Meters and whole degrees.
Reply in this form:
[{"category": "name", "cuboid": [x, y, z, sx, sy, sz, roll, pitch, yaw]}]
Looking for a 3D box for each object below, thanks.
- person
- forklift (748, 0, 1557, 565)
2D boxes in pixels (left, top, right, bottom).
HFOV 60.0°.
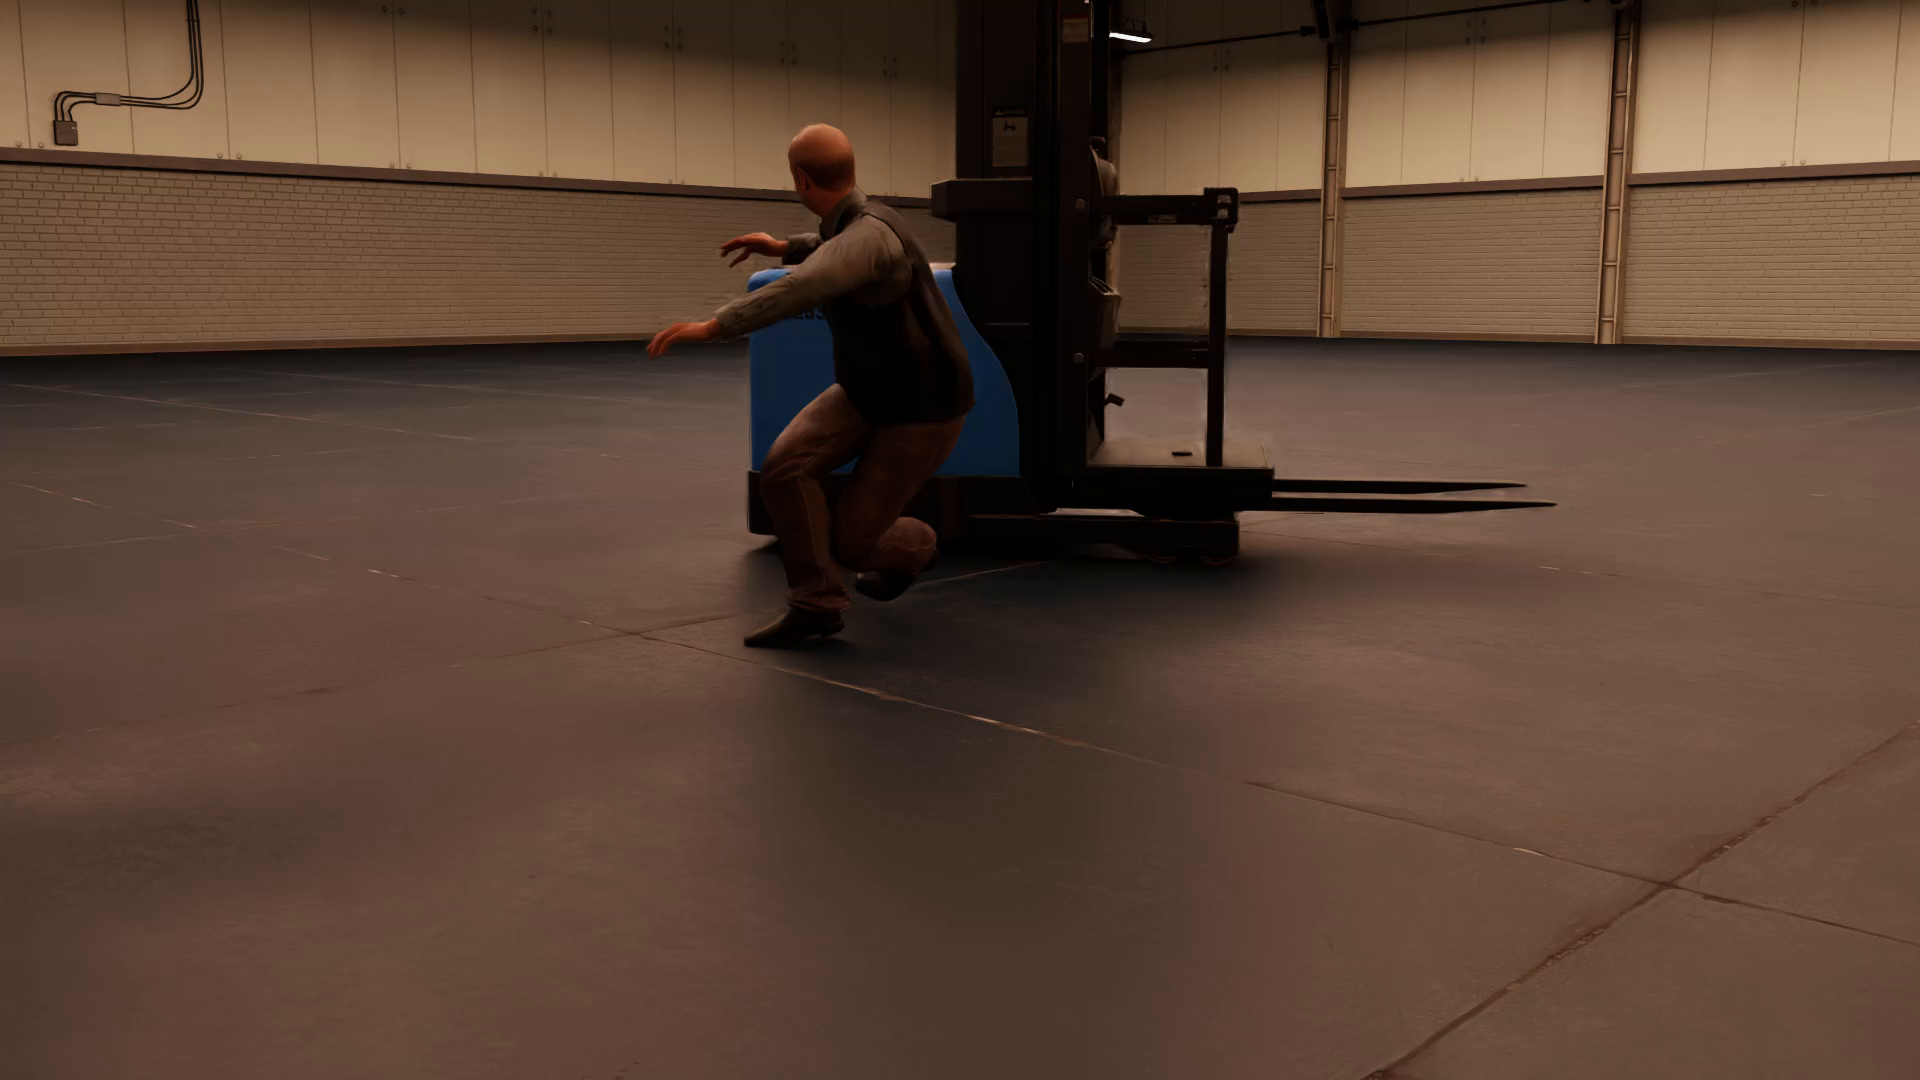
[{"category": "person", "cuboid": [-0.476, -0.432, 4.750, 1.083, 1.467, 0.807, -6, 11, -36]}, {"category": "forklift", "cuboid": [0.742, -1.443, 6.459, 3.031, 2.935, 1.130, 1, 9, 8]}]
